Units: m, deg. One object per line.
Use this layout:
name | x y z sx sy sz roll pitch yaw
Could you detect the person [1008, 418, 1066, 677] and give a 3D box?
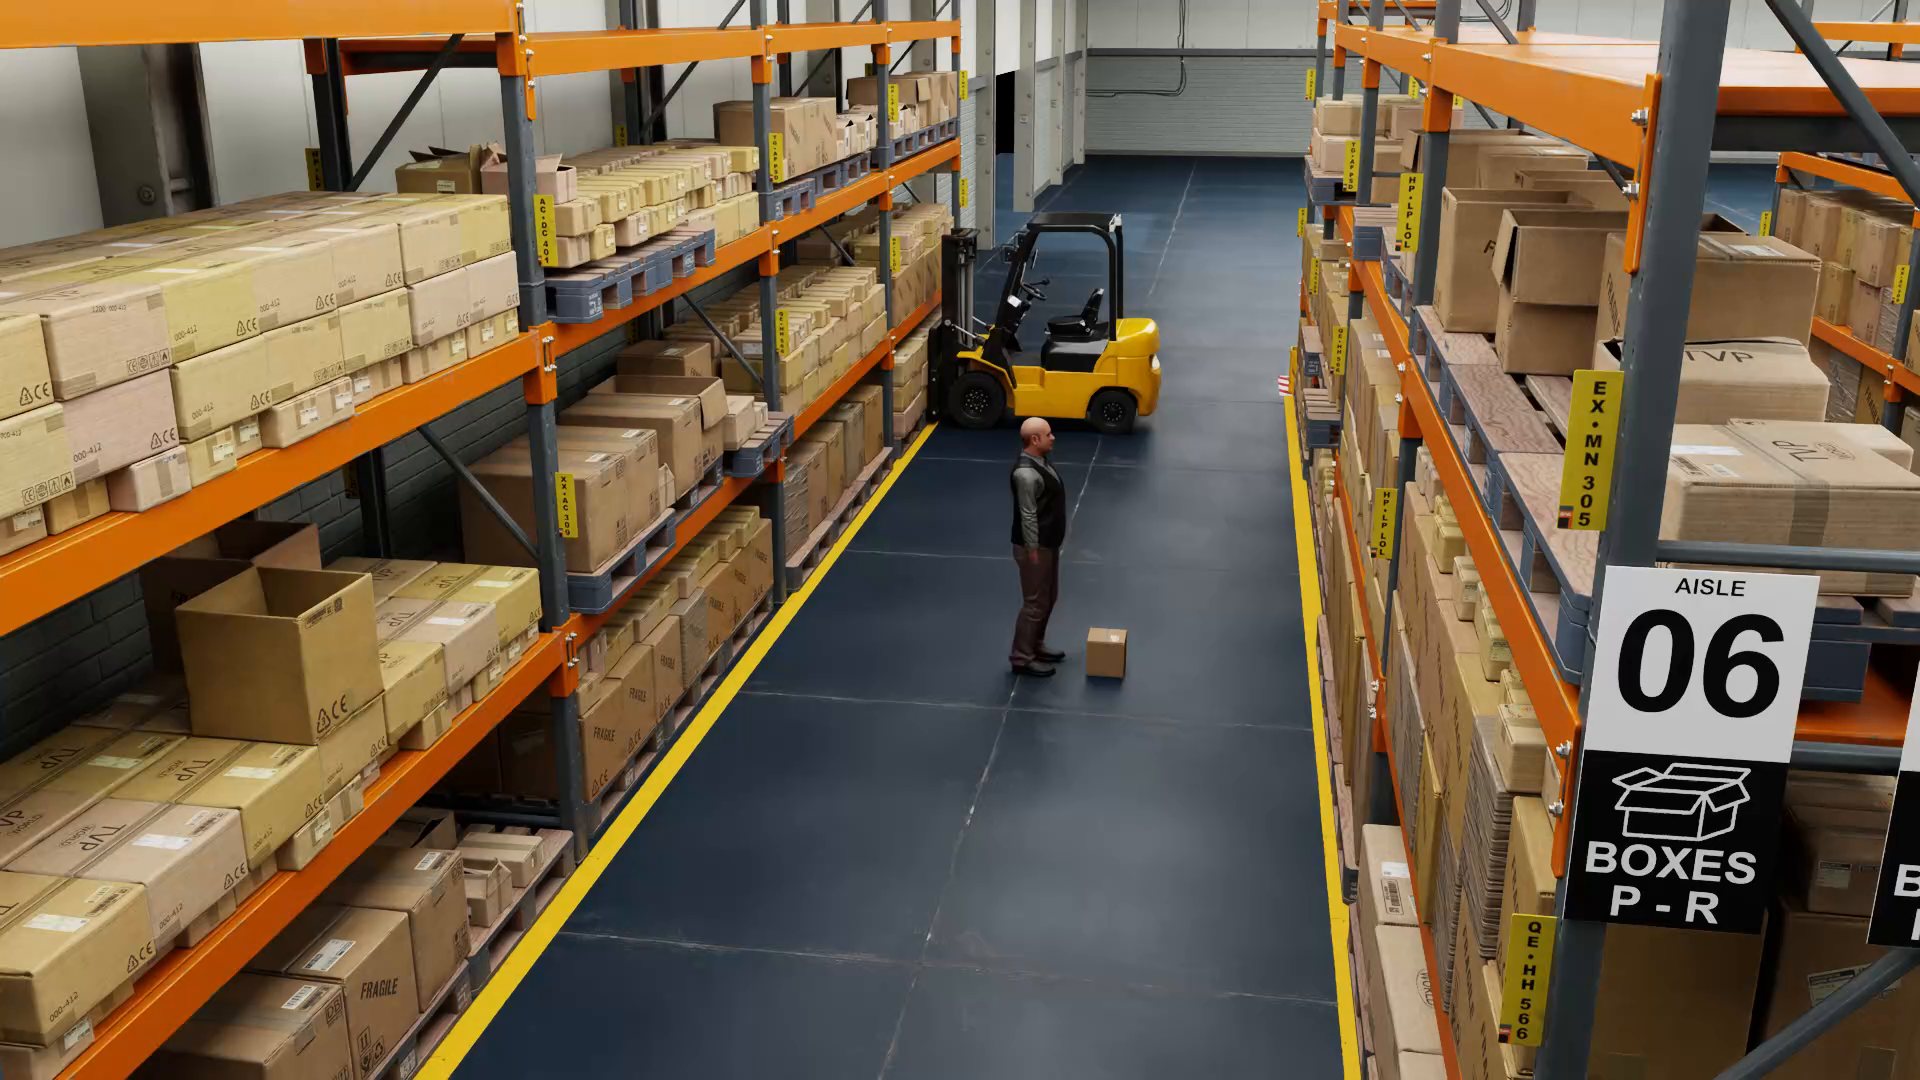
person | 0.521 0.029 11.014 0.355 1.716 0.531 3 18 10
